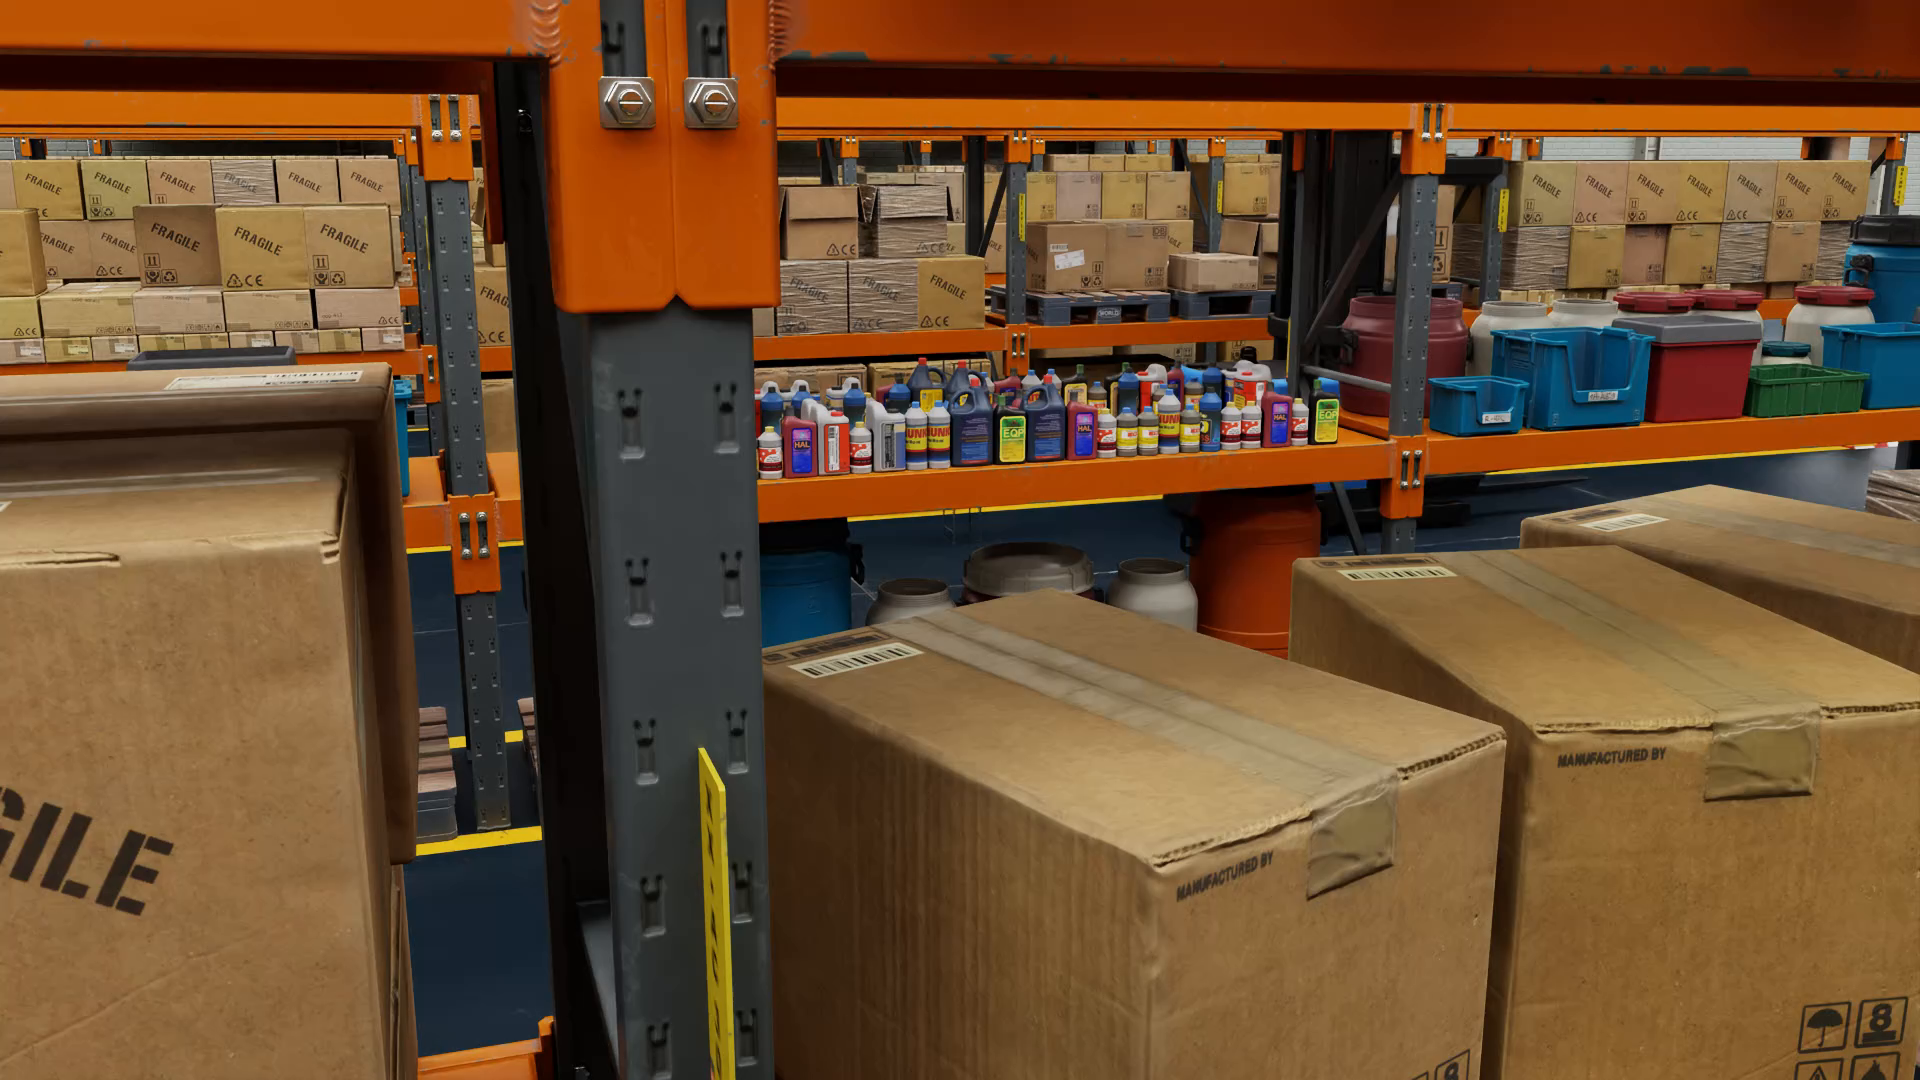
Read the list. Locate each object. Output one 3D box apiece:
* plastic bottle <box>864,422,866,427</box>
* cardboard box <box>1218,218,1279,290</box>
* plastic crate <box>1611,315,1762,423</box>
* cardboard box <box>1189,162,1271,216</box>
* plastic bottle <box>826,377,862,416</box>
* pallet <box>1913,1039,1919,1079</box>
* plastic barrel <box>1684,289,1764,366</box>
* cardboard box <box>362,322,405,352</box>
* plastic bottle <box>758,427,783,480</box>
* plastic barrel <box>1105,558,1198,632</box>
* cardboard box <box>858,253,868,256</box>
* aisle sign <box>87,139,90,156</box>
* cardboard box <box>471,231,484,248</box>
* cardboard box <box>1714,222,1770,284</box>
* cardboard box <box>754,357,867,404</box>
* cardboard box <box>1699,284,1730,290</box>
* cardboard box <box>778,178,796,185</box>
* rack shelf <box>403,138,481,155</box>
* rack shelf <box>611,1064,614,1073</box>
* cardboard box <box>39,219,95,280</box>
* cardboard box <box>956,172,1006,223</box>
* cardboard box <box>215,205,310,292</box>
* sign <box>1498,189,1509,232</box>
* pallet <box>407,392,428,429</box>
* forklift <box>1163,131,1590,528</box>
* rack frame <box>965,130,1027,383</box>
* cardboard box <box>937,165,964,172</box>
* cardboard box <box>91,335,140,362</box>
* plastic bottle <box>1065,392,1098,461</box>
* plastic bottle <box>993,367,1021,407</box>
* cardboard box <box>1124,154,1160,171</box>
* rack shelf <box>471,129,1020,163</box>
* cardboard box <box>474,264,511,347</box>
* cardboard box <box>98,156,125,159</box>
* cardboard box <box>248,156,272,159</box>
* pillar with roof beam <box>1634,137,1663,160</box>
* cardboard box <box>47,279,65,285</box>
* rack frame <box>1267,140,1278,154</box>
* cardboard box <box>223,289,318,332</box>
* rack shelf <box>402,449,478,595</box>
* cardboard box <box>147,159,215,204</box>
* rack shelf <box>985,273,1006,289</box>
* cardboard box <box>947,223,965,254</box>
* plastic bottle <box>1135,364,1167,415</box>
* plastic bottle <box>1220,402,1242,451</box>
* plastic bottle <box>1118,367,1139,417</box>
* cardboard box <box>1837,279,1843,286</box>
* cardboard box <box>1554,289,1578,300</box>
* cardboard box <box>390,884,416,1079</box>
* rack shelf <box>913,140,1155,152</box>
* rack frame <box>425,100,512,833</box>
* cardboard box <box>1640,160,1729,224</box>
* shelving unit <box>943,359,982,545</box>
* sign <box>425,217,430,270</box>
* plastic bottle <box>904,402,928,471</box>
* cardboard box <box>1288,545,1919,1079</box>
[{"bbox_3d":[-0.356,-0.411,6.816,0.097,0.201,0.097,0,13,0],"label":"plastic bottle"},{"bbox_3d":[2.433,-2.228,12.898,0.637,0.503,0.797,-3,14,-12],"label":"cardboard box"},{"bbox_3d":[3.464,-0.824,7.985,0.583,0.464,0.402,-4,14,-18],"label":"plastic crate"},{"bbox_3d":[2.921,-3.835,18.126,0.550,0.550,0.875,-4,14,-18],"label":"cardboard box"},{"bbox_3d":[-0.514,-0.576,7.350,0.135,0.276,0.152,-4,14,-18],"label":"plastic bottle"},{"bbox_3d":[1.570,0.584,2.619,1.213,0.211,1.003,-4,14,-18],"label":"pallet"},{"bbox_3d":[3.954,-1.025,8.676,0.433,0.535,0.433,0,13,0],"label":"plastic barrel"},{"bbox_3d":[-3.720,-1.315,10.732,0.250,0.149,0.380,-4,14,-18],"label":"cardboard box"},{"bbox_3d":[-0.746,-0.343,6.532,0.097,0.201,0.097,0,13,0],"label":"plastic bottle"},{"bbox_3d":[0.870,0.367,7.588,0.421,0.512,0.421,0,13,0],"label":"plastic barrel"},{"bbox_3d":[-0.780,-1.861,12.267,0.500,0.500,0.500,-5,14,-20],"label":"cardboard box"},{"bbox_3d":[-12.045,-5.693,22.978,0.004,0.787,0.394,-4,14,-18],"label":"aisle sign"},{"bbox_3d":[-4.502,-2.782,15.348,0.250,0.149,0.380,-4,14,-17],"label":"cardboard box"},{"bbox_3d":[6.384,-2.485,14.250,0.500,0.500,0.875,-4,14,-18],"label":"cardboard box"},{"bbox_3d":[-1.252,-0.887,12.073,0.875,0.875,1.225,-4,14,-18],"label":"cardboard box"},{"bbox_3d":[6.245,-2.095,14.010,0.250,0.149,0.380,-4,14,-18],"label":"cardboard box"},{"bbox_3d":[-2.405,-4.380,21.309,0.500,0.500,0.500,-5,14,-20],"label":"cardboard box"},{"bbox_3d":[-4.801,-4.962,20.593,4.000,0.370,1.077,-4,14,-18],"label":"rack shelf"},{"bbox_3d":[1.516,0.844,2.668,4.000,0.370,1.077,-4,14,-18],"label":"rack shelf"},{"bbox_3d":[-7.800,-2.543,14.491,0.500,0.500,0.500,-4,14,-18],"label":"cardboard box"},{"bbox_3d":[0.163,-3.564,17.267,0.500,0.500,0.700,-5,14,-19],"label":"cardboard box"},{"bbox_3d":[-4.362,-1.839,10.454,0.500,0.500,0.500,-4,14,-17],"label":"cardboard box"},{"bbox_3d":[4.227,-2.564,12.937,0.005,0.325,0.100,-4,14,-18],"label":"sign"},{"bbox_3d":[-5.647,-1.213,15.785,1.213,0.211,1.003,-4,14,-18],"label":"pallet"},{"bbox_3d":[3.032,-1.622,11.629,3.031,2.935,1.130,-4,14,-17],"label":"forklift"},{"bbox_3d":[0.256,-1.827,12.340,0.127,3.000,1.000,-4,14,-18],"label":"rack frame"},{"bbox_3d":[-0.128,-4.871,21.972,0.250,0.149,0.380,-5,14,-20],"label":"cardboard box"},{"bbox_3d":[-5.179,-1.201,10.254,0.250,0.149,0.380,-4,14,-17],"label":"cardboard box"},{"bbox_3d":[0.505,-0.476,6.913,0.133,0.283,0.061,-4,14,-18],"label":"plastic bottle"},{"bbox_3d":[0.212,-0.647,7.634,0.133,0.283,0.061,-4,14,-18],"label":"plastic bottle"},{"bbox_3d":[2.348,-5.024,22.763,0.500,0.500,0.700,-5,14,-19],"label":"cardboard box"},{"bbox_3d":[-1.640,-2.788,11.456,4.000,0.370,1.077,-4,14,-18],"label":"rack shelf"},{"bbox_3d":[-3.020,-1.559,11.000,0.500,0.500,0.500,-4,14,-18],"label":"cardboard box"},{"bbox_3d":[-9.554,-4.255,18.770,0.250,0.149,0.380,-4,14,-16],"label":"cardboard box"},{"bbox_3d":[-8.118,-4.383,19.307,0.250,0.149,0.380,-5,14,-19],"label":"cardboard box"},{"bbox_3d":[14.889,-8.685,28.210,0.400,9.000,9.100,-4,14,-18],"label":"pillar with roof beam"},{"bbox_3d":[-7.901,-2.197,14.441,0.250,0.149,0.380,-5,14,-20],"label":"cardboard box"},{"bbox_3d":[4.677,-4.591,23.960,0.127,3.000,1.000,-4,14,-18],"label":"rack frame"},{"bbox_3d":[-4.360,-1.474,10.540,0.500,0.250,0.500,-4,14,-16],"label":"cardboard box"},{"bbox_3d":[-3.851,0.052,5.995,4.000,0.370,1.077,-4,14,-18],"label":"rack shelf"},{"bbox_3d":[-6.844,-3.097,14.660,0.500,0.500,0.500,-5,14,-20],"label":"cardboard box"},{"bbox_3d":[0.665,-2.720,17.649,4.000,0.370,1.077,-4,14,-18],"label":"rack shelf"},{"bbox_3d":[-0.238,-2.983,16.984,0.500,0.500,0.500,-5,14,-19],"label":"cardboard box"},{"bbox_3d":[0.884,-0.685,7.808,0.135,0.276,0.152,-4,14,-18],"label":"plastic bottle"},{"bbox_3d":[1.162,-0.492,7.157,0.097,0.201,0.097,0,13,0],"label":"plastic bottle"},{"bbox_3d":[0.784,-0.667,7.742,0.097,0.271,0.097,0,13,0],"label":"plastic bottle"},{"bbox_3d":[7.634,-2.229,14.573,0.250,0.149,0.380,-4,14,-18],"label":"cardboard box"},{"bbox_3d":[4.816,-1.990,13.568,0.250,0.149,0.380,-4,14,-18],"label":"cardboard box"},{"bbox_3d":[-0.771,0.686,1.561,0.500,0.500,0.500,-4,14,-17],"label":"cardboard box"},{"bbox_3d":[1.195,-6.641,27.651,4.000,0.370,1.077,-4,14,-18],"label":"rack shelf"},{"bbox_3d":[-1.956,-0.445,6.532,0.127,3.000,1.000,-4,14,-18],"label":"rack frame"},{"bbox_3d":[5.972,-2.892,13.801,0.500,0.500,0.500,-4,14,-18],"label":"cardboard box"},{"bbox_3d":[0.014,-0.585,11.008,0.189,1.200,0.258,-4,14,-18],"label":"shelving unit"},{"bbox_3d":[-3.357,-1.870,10.479,0.005,0.325,0.100,-4,14,-18],"label":"sign"},{"bbox_3d":[-0.180,-0.421,6.709,0.097,0.271,0.097,0,13,0],"label":"plastic bottle"},{"bbox_3d":[0.772,0.338,2.116,0.500,0.500,0.700,-2,14,-9],"label":"cardboard box"}]
